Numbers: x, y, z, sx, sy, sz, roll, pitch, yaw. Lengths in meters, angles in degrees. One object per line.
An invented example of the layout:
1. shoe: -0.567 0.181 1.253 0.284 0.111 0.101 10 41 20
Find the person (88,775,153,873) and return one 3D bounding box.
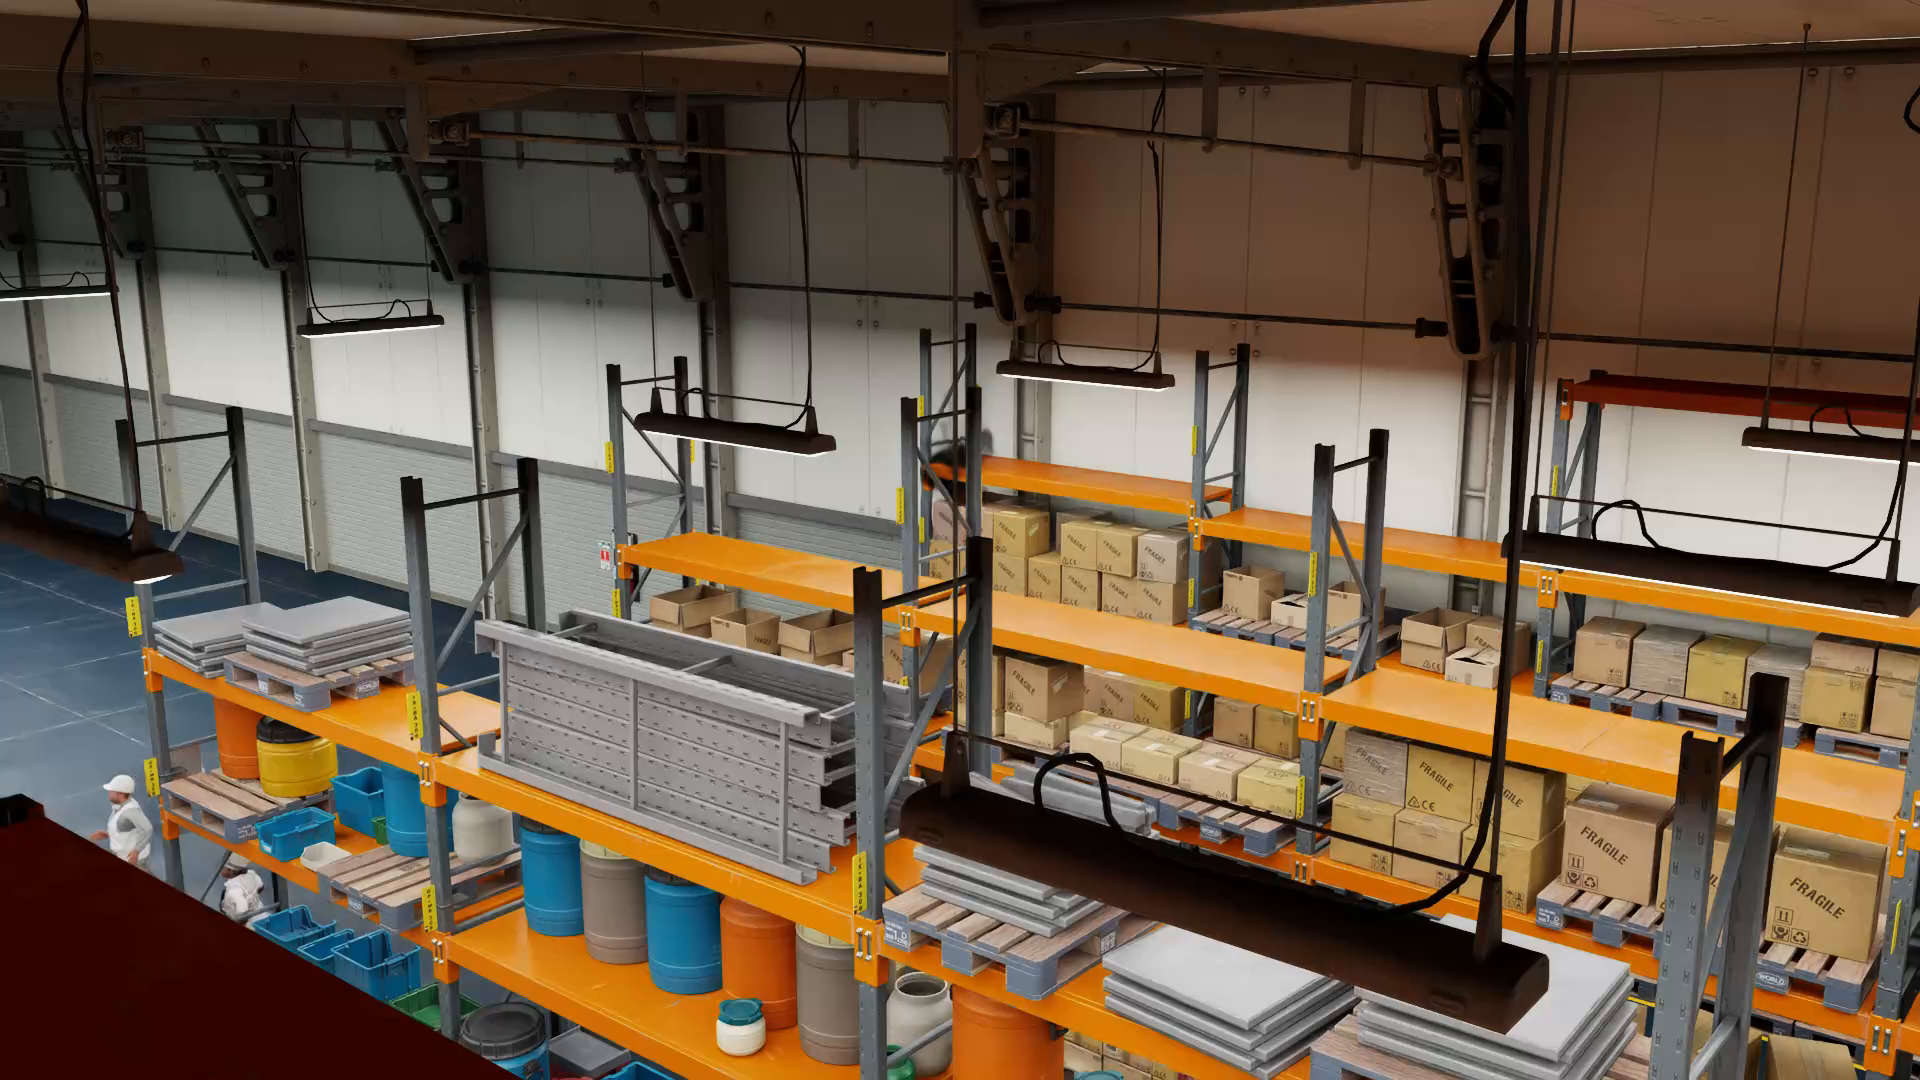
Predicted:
1. person: -8.717 3.357 17.471 0.748 1.850 0.675 -6 14 -24

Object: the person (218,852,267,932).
1. person: -6.819 3.733 16.087 0.741 1.628 0.637 0 13 2
